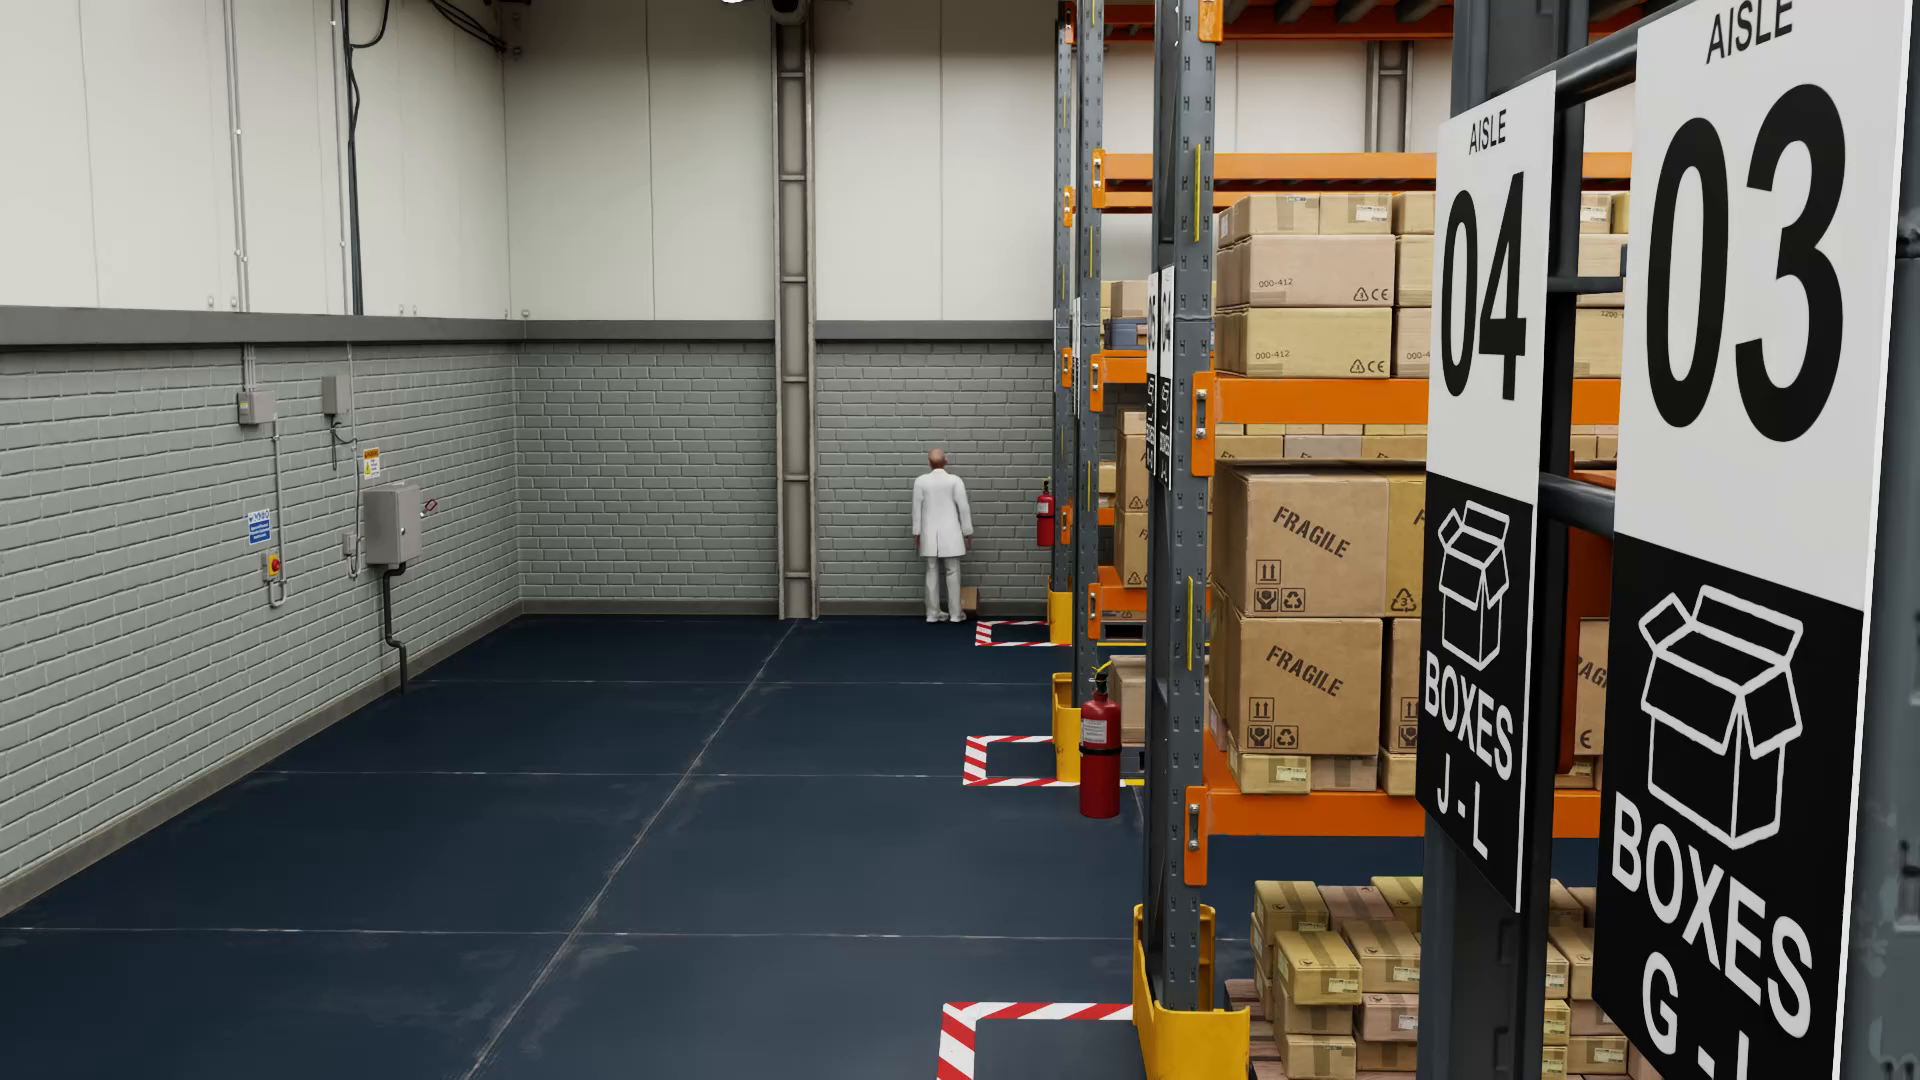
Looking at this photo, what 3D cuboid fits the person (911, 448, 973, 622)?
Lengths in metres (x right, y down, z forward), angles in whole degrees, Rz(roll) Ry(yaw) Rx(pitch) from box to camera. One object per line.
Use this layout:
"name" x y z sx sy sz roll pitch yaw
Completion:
"person" -0.181 -0.048 17.076 0.635 1.787 0.420 2 7 14
